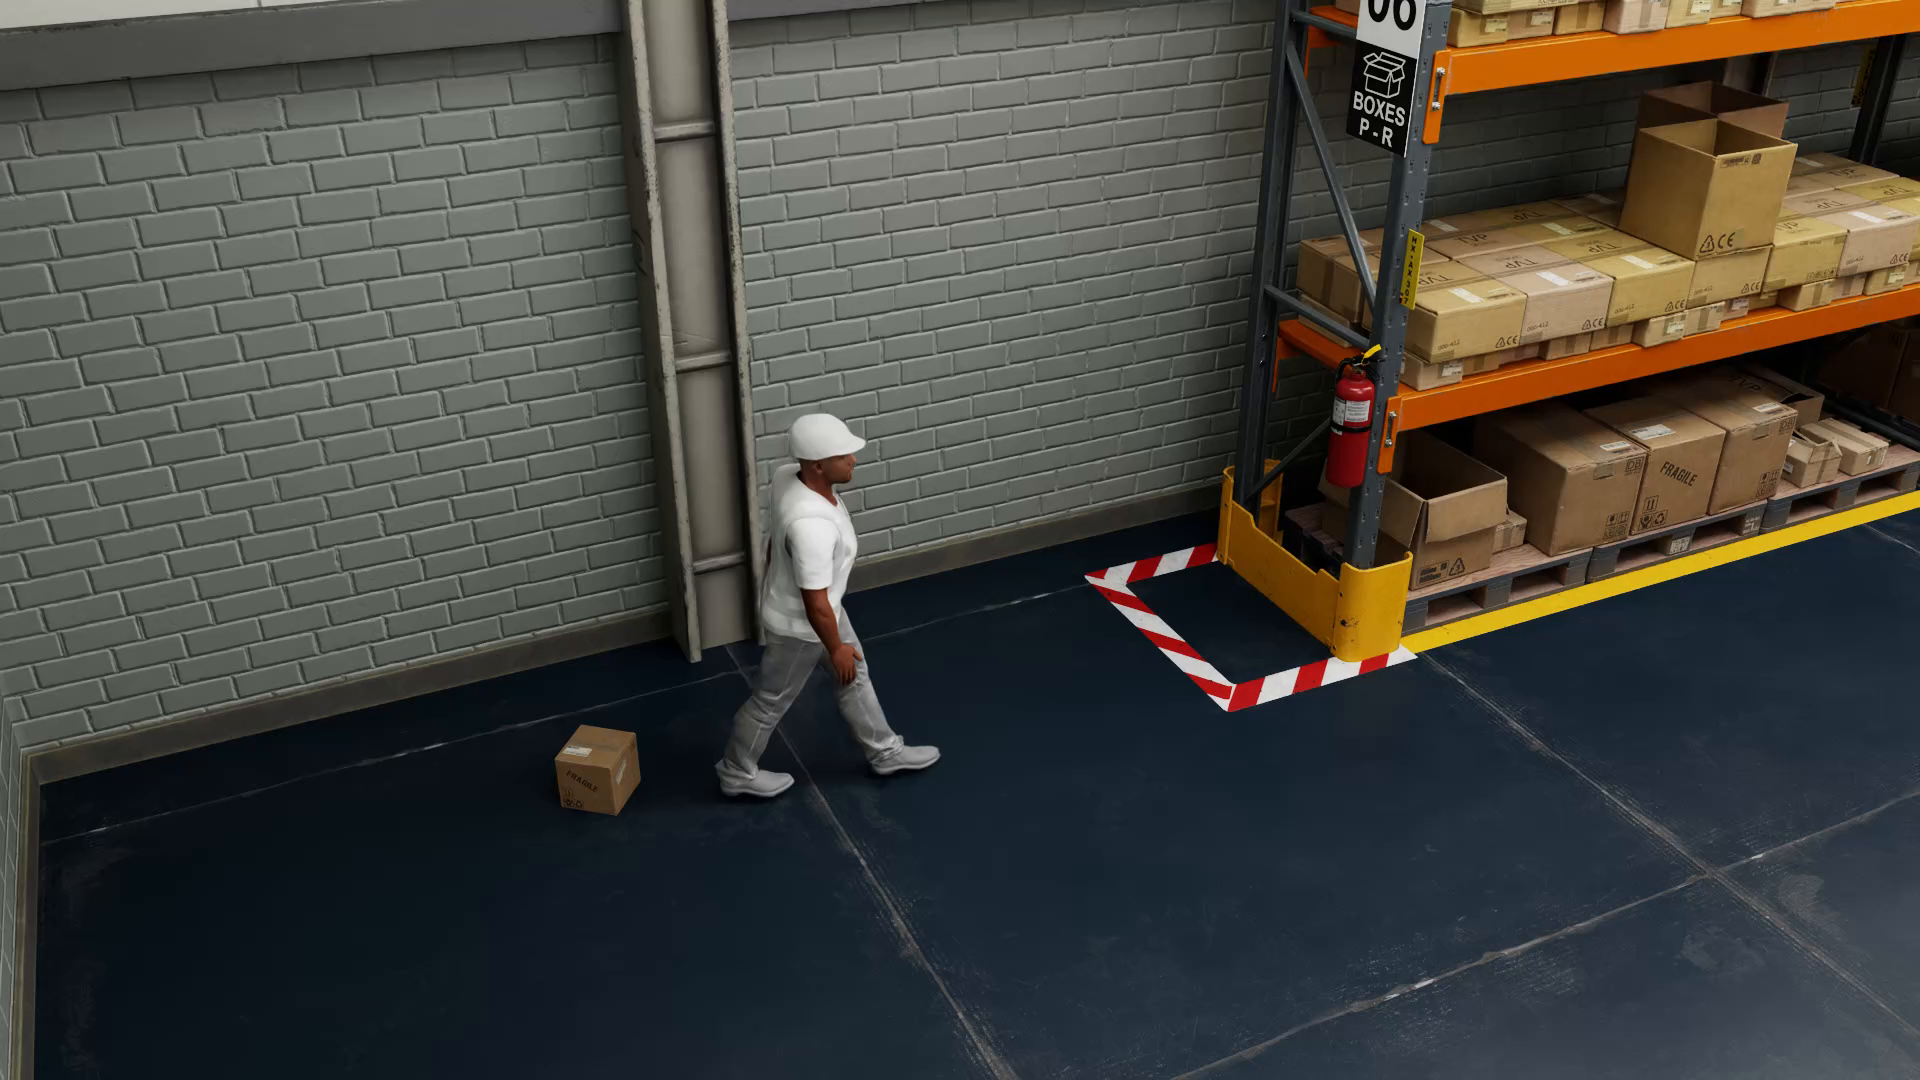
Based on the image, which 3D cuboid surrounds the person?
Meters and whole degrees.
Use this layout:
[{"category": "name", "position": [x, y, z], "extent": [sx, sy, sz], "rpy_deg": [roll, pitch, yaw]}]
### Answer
[{"category": "person", "position": [-0.548, 0.287, 6.573], "extent": [0.944, 1.711, 0.605], "rpy_deg": [-1, 29, -2]}]
